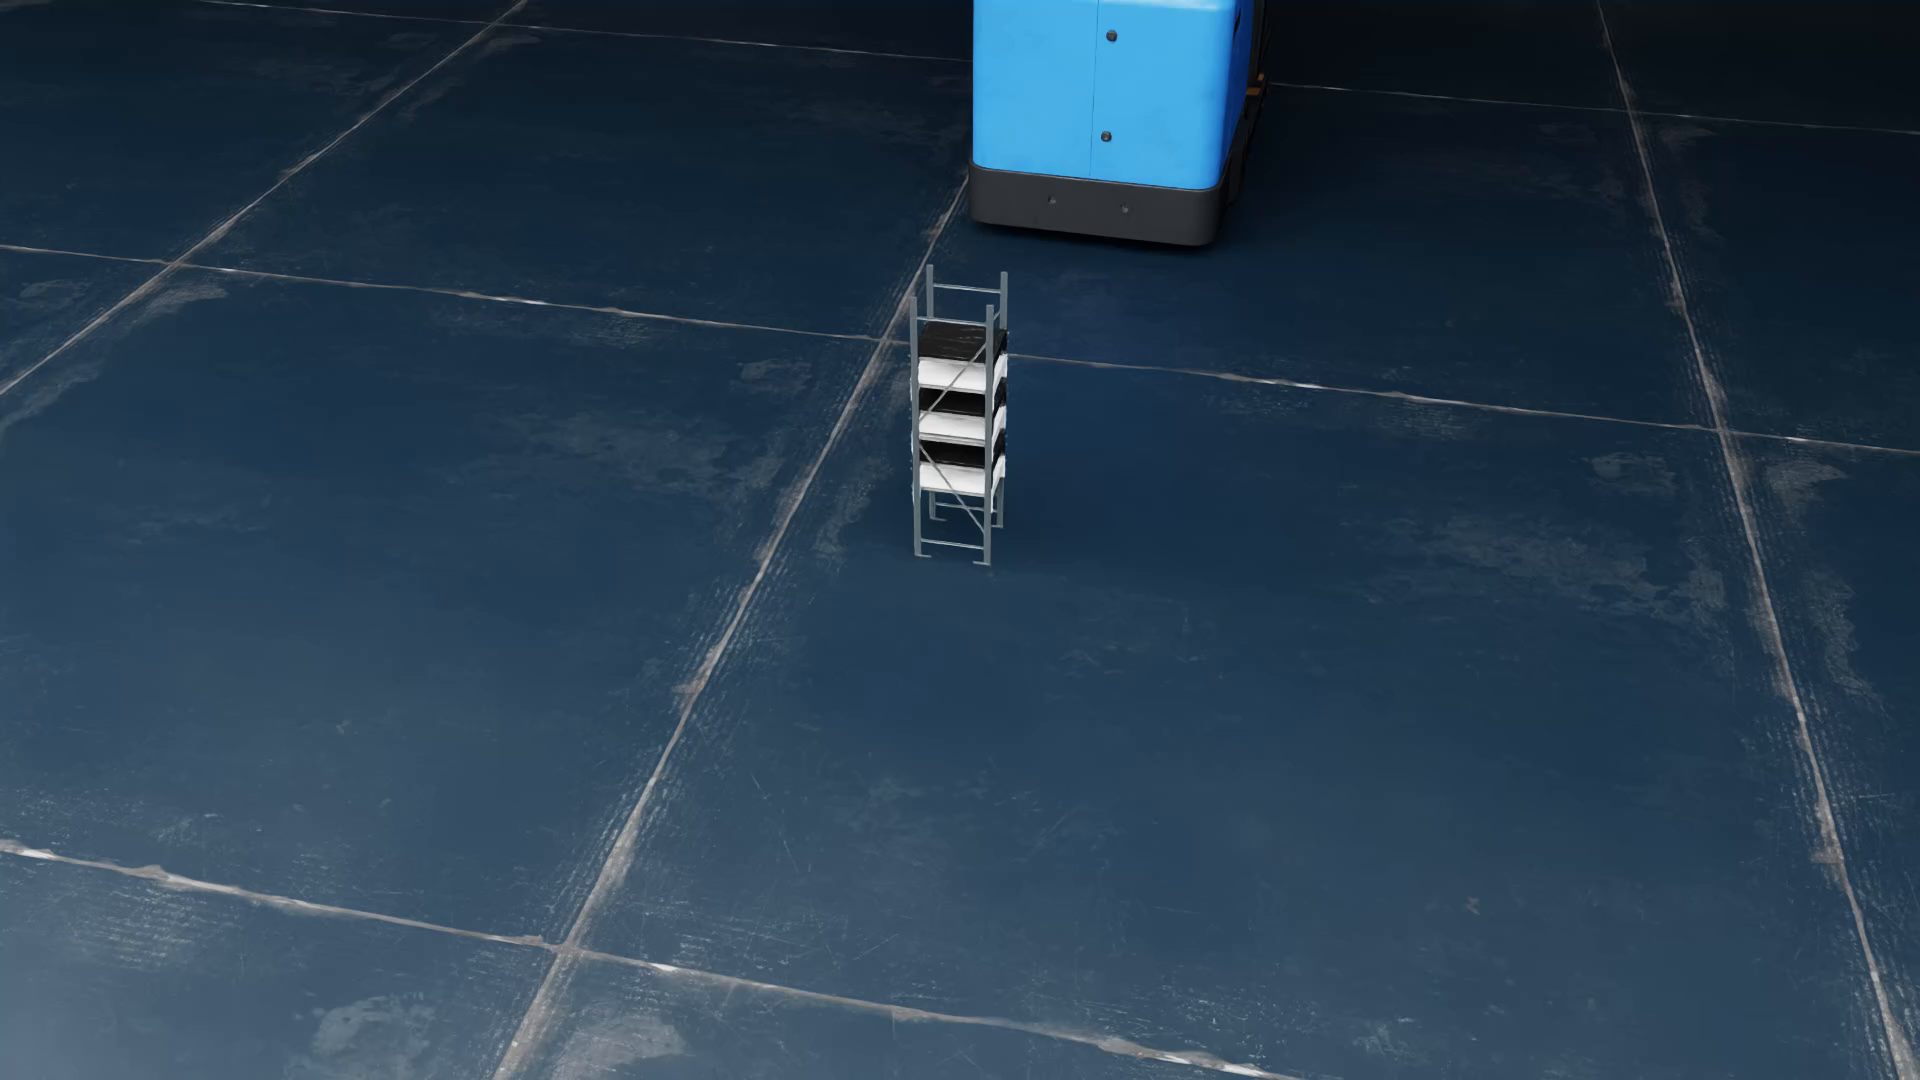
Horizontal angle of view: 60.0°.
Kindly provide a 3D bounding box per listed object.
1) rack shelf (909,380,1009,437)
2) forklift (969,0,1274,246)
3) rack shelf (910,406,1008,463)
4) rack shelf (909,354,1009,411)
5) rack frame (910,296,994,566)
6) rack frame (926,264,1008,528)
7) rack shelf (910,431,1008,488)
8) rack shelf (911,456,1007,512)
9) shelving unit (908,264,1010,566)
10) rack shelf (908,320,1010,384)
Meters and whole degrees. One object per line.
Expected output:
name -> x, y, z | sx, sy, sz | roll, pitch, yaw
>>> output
rack shelf -> -0.002, -0.406, 4.946 | 0.258, 0.077, 0.200 | 7, 37, 10
forklift -> 0.898, -3.251, 7.238 | 1.130, 2.935, 3.031 | 9, 37, 12
rack shelf -> -0.002, -0.333, 4.999 | 0.258, 0.077, 0.200 | 7, 37, 10
rack shelf -> -0.002, -0.478, 4.893 | 0.258, 0.077, 0.200 | 7, 37, 10
rack frame -> -0.023, -0.301, 4.899 | 0.240, 0.900, 0.006 | 7, 37, 10
rack frame -> 0.020, -0.418, 5.060 | 0.240, 0.900, 0.006 | 7, 37, 10
rack shelf -> -0.002, -0.260, 5.052 | 0.258, 0.077, 0.200 | 7, 37, 10
rack shelf -> -0.002, -0.187, 5.105 | 0.258, 0.077, 0.200 | 7, 37, 10
shelving unit -> -0.002, -0.360, 4.979 | 0.258, 0.900, 0.210 | 7, 37, 10
rack shelf -> -0.002, -0.551, 4.841 | 0.258, 0.077, 0.200 | 7, 37, 10
